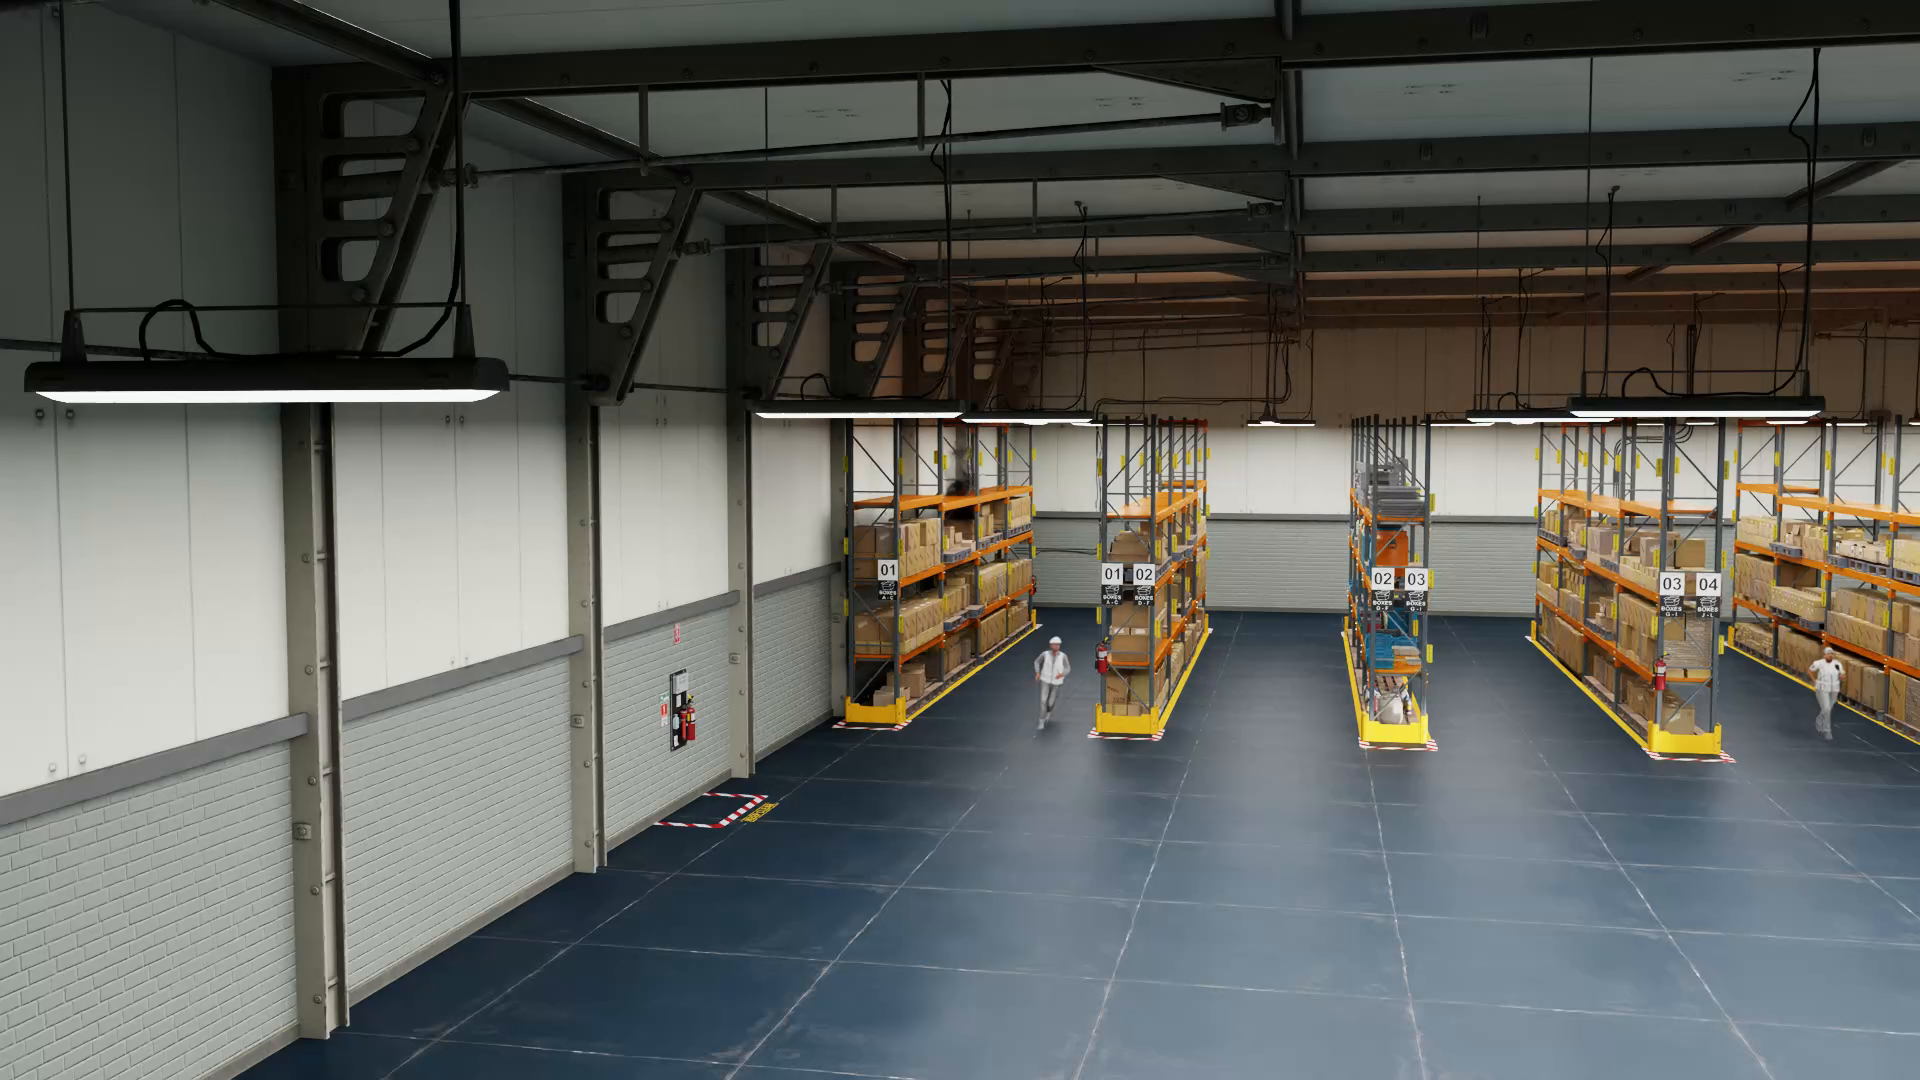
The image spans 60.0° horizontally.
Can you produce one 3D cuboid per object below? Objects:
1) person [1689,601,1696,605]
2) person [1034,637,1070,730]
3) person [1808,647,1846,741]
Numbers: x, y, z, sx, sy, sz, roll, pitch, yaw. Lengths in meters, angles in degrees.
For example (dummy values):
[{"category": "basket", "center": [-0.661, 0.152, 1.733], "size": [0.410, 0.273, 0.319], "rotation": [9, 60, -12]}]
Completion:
[{"category": "person", "center": [18.907, 2.042, 42.771], "size": [0.569, 1.705, 0.829], "rotation": [1, 4, 19]}, {"category": "person", "center": [1.775, 2.730, 32.009], "size": [0.697, 1.753, 0.860], "rotation": [0, 4, 2]}, {"category": "person", "center": [16.156, 2.837, 30.952], "size": [0.583, 1.712, 0.842], "rotation": [0, 4, 3]}]
